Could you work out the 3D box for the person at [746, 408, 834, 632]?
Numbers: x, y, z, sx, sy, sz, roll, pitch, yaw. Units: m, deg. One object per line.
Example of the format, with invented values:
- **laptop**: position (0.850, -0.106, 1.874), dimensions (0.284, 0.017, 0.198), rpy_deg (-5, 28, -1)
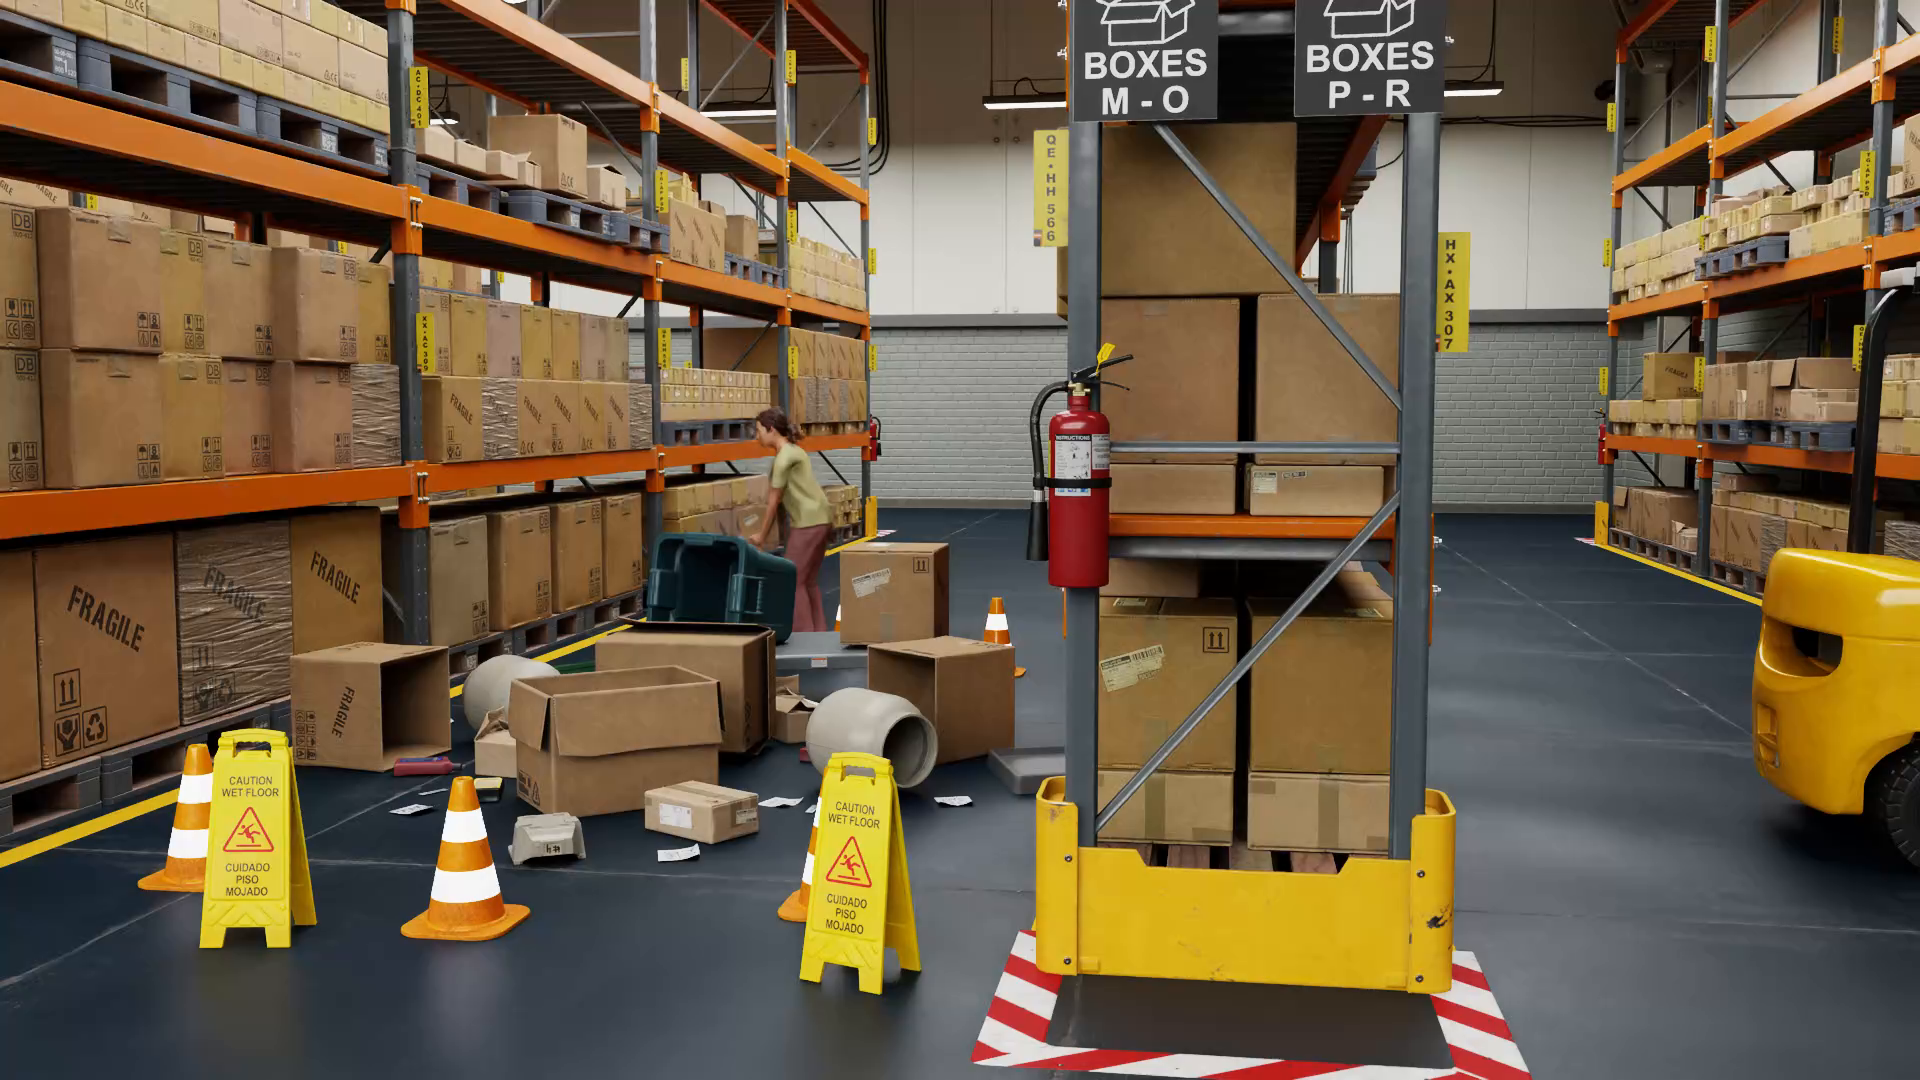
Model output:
- **person**: position (-1.093, -0.042, 10.758), dimensions (0.535, 1.624, 0.404), rpy_deg (1, 5, 8)
